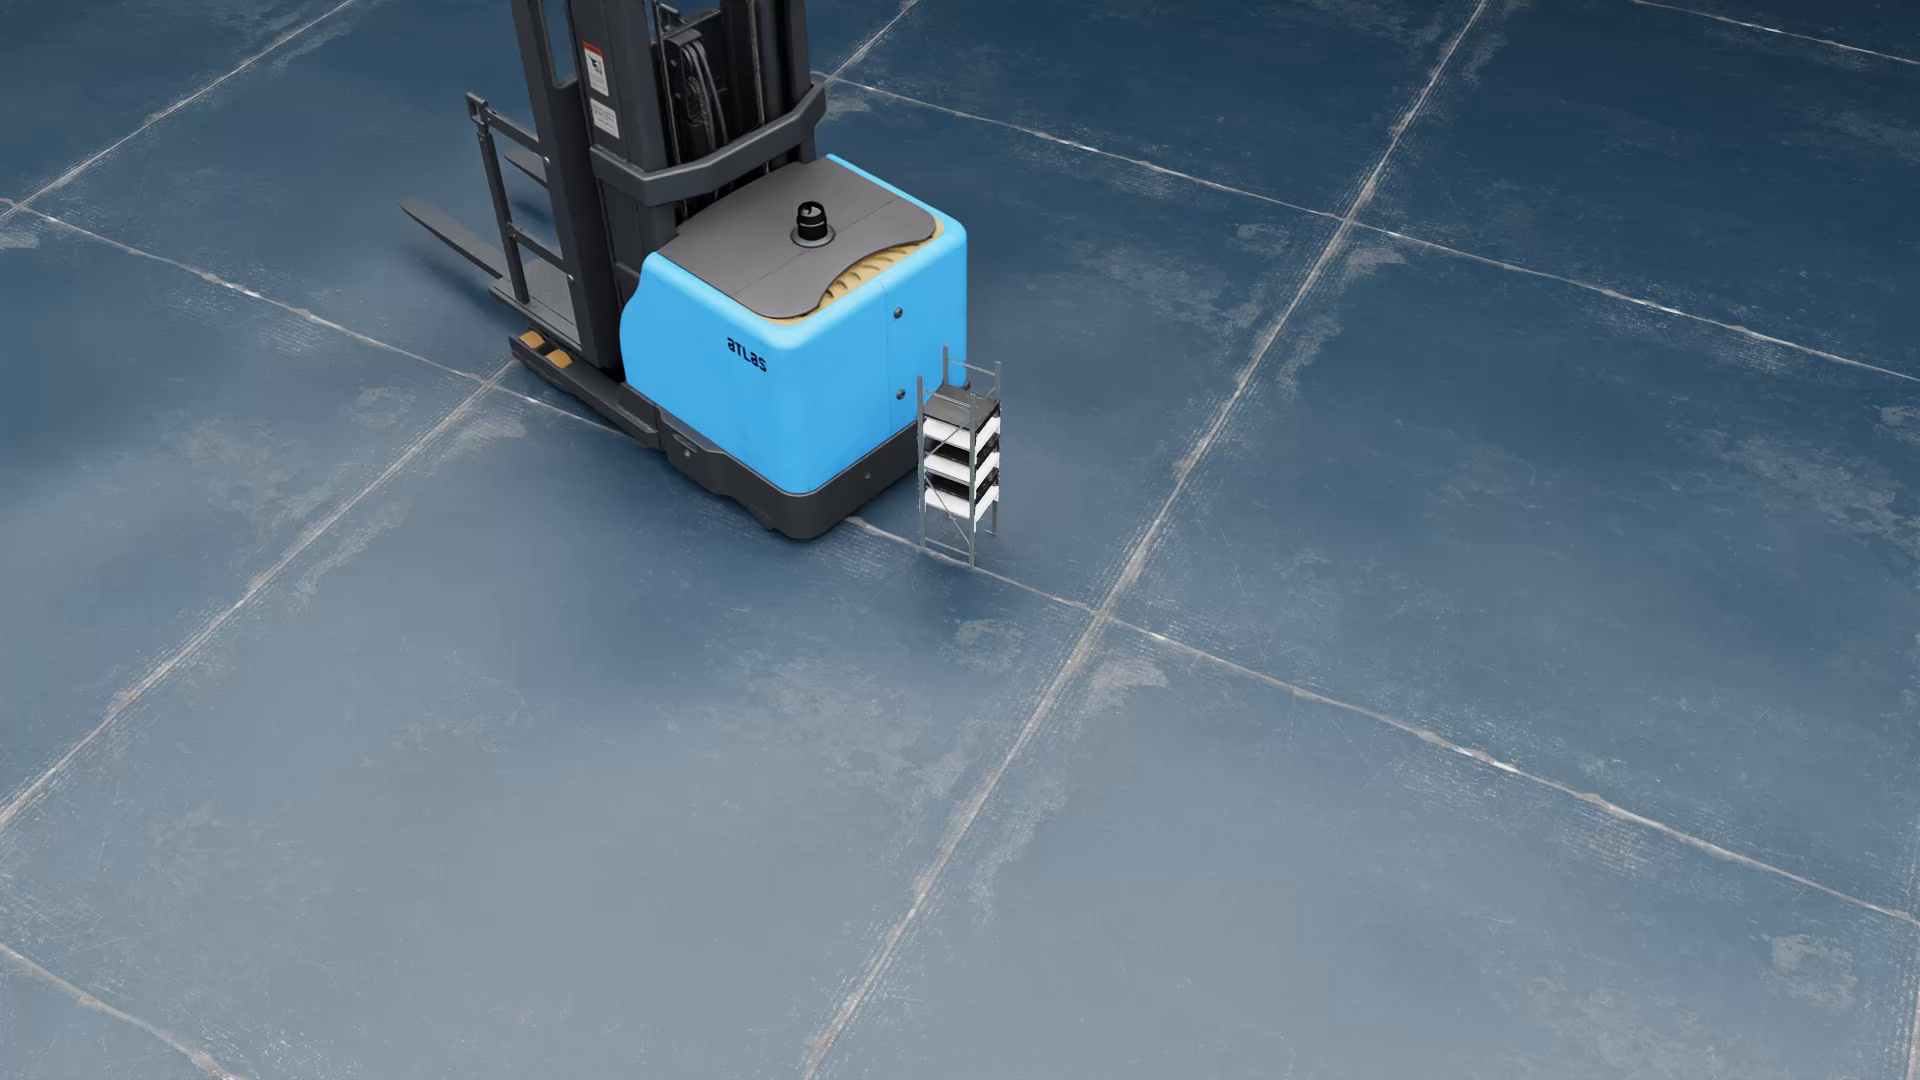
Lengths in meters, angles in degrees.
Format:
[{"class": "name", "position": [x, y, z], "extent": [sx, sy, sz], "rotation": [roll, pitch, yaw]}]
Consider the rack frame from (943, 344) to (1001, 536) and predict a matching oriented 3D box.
[{"class": "rack frame", "position": [0.043, -0.375, 6.488], "extent": [0.240, 0.900, 0.006], "rotation": [20, 49, 19]}]

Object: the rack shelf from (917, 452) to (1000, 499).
[{"class": "rack shelf", "position": [-0.004, -0.288, 6.449], "extent": [0.258, 0.077, 0.200], "rotation": [20, 49, 19]}]

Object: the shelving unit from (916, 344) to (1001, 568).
[{"class": "shelving unit", "position": [-0.004, -0.311, 6.425], "extent": [0.258, 0.900, 0.210], "rotation": [20, 49, 19]}]

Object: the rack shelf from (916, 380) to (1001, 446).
[{"class": "rack shelf", "position": [-0.004, -0.478, 6.257], "extent": [0.258, 0.077, 0.200], "rotation": [20, 49, 19]}]

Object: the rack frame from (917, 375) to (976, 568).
[{"class": "rack frame", "position": [-0.051, -0.247, 6.362], "extent": [0.240, 0.900, 0.006], "rotation": [20, 49, 19]}]

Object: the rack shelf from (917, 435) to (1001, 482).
[{"class": "rack shelf", "position": [-0.004, -0.351, 6.385], "extent": [0.258, 0.077, 0.200], "rotation": [20, 49, 19]}]

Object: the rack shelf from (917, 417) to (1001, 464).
[{"class": "rack shelf", "position": [-0.004, -0.414, 6.321], "extent": [0.258, 0.077, 0.200], "rotation": [20, 49, 19]}]

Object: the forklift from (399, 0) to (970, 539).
[{"class": "forklift", "position": [-1.381, -1.955, 6.622], "extent": [3.031, 2.935, 1.130], "rotation": [33, 54, 29]}]

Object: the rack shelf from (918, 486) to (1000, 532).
[{"class": "rack shelf", "position": [-0.004, -0.161, 6.577], "extent": [0.258, 0.077, 0.200], "rotation": [20, 49, 19]}]

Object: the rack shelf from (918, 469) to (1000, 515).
[{"class": "rack shelf", "position": [-0.004, -0.225, 6.513], "extent": [0.258, 0.077, 0.200], "rotation": [20, 49, 19]}]
